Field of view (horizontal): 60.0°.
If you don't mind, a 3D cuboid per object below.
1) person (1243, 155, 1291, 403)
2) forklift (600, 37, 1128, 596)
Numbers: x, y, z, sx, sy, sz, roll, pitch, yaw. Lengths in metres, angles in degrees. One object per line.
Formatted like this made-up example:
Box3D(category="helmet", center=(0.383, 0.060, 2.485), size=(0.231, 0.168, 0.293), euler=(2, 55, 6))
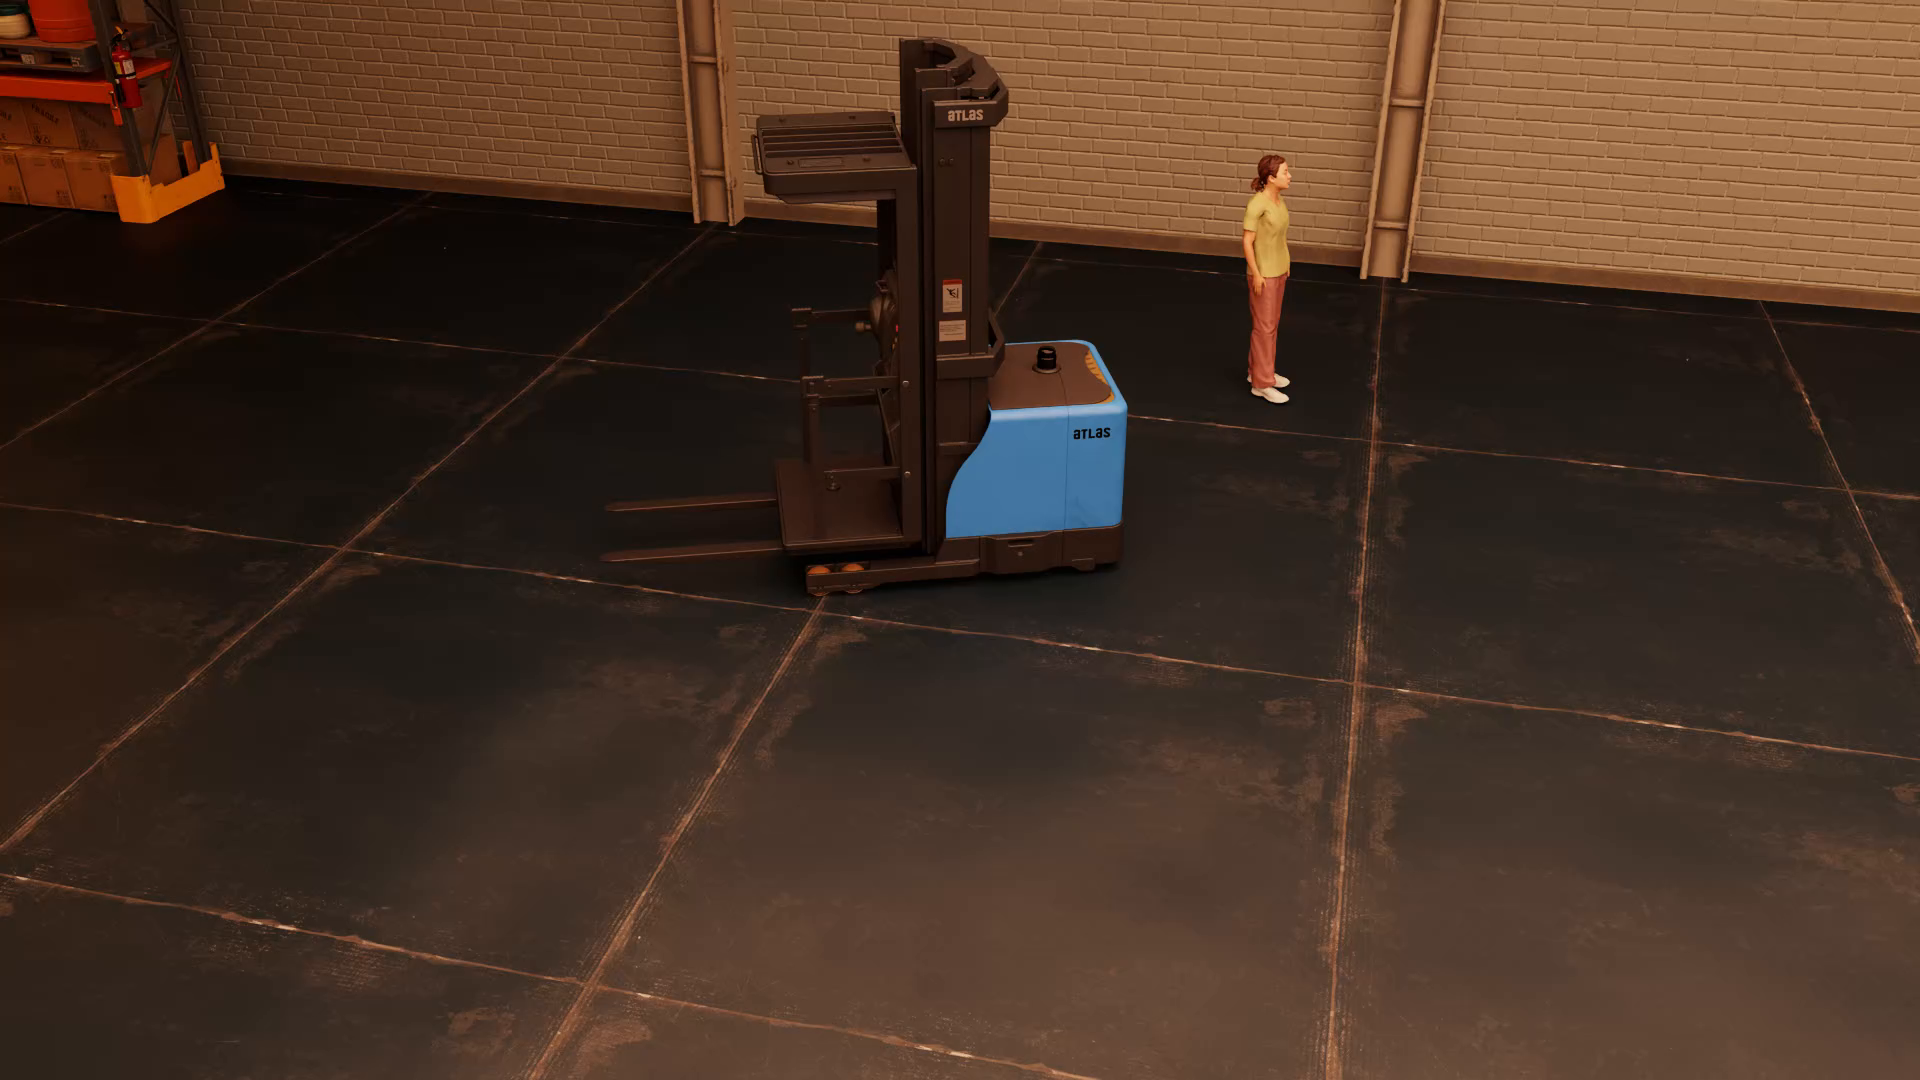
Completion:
Box3D(category="person", center=(2.231, -1.862, 11.714), size=(0.549, 1.674, 0.551), euler=(18, 34, 29))
Box3D(category="forklift", center=(-0.602, -1.232, 9.345), size=(3.031, 2.935, 1.130), euler=(-4, 30, -7))
